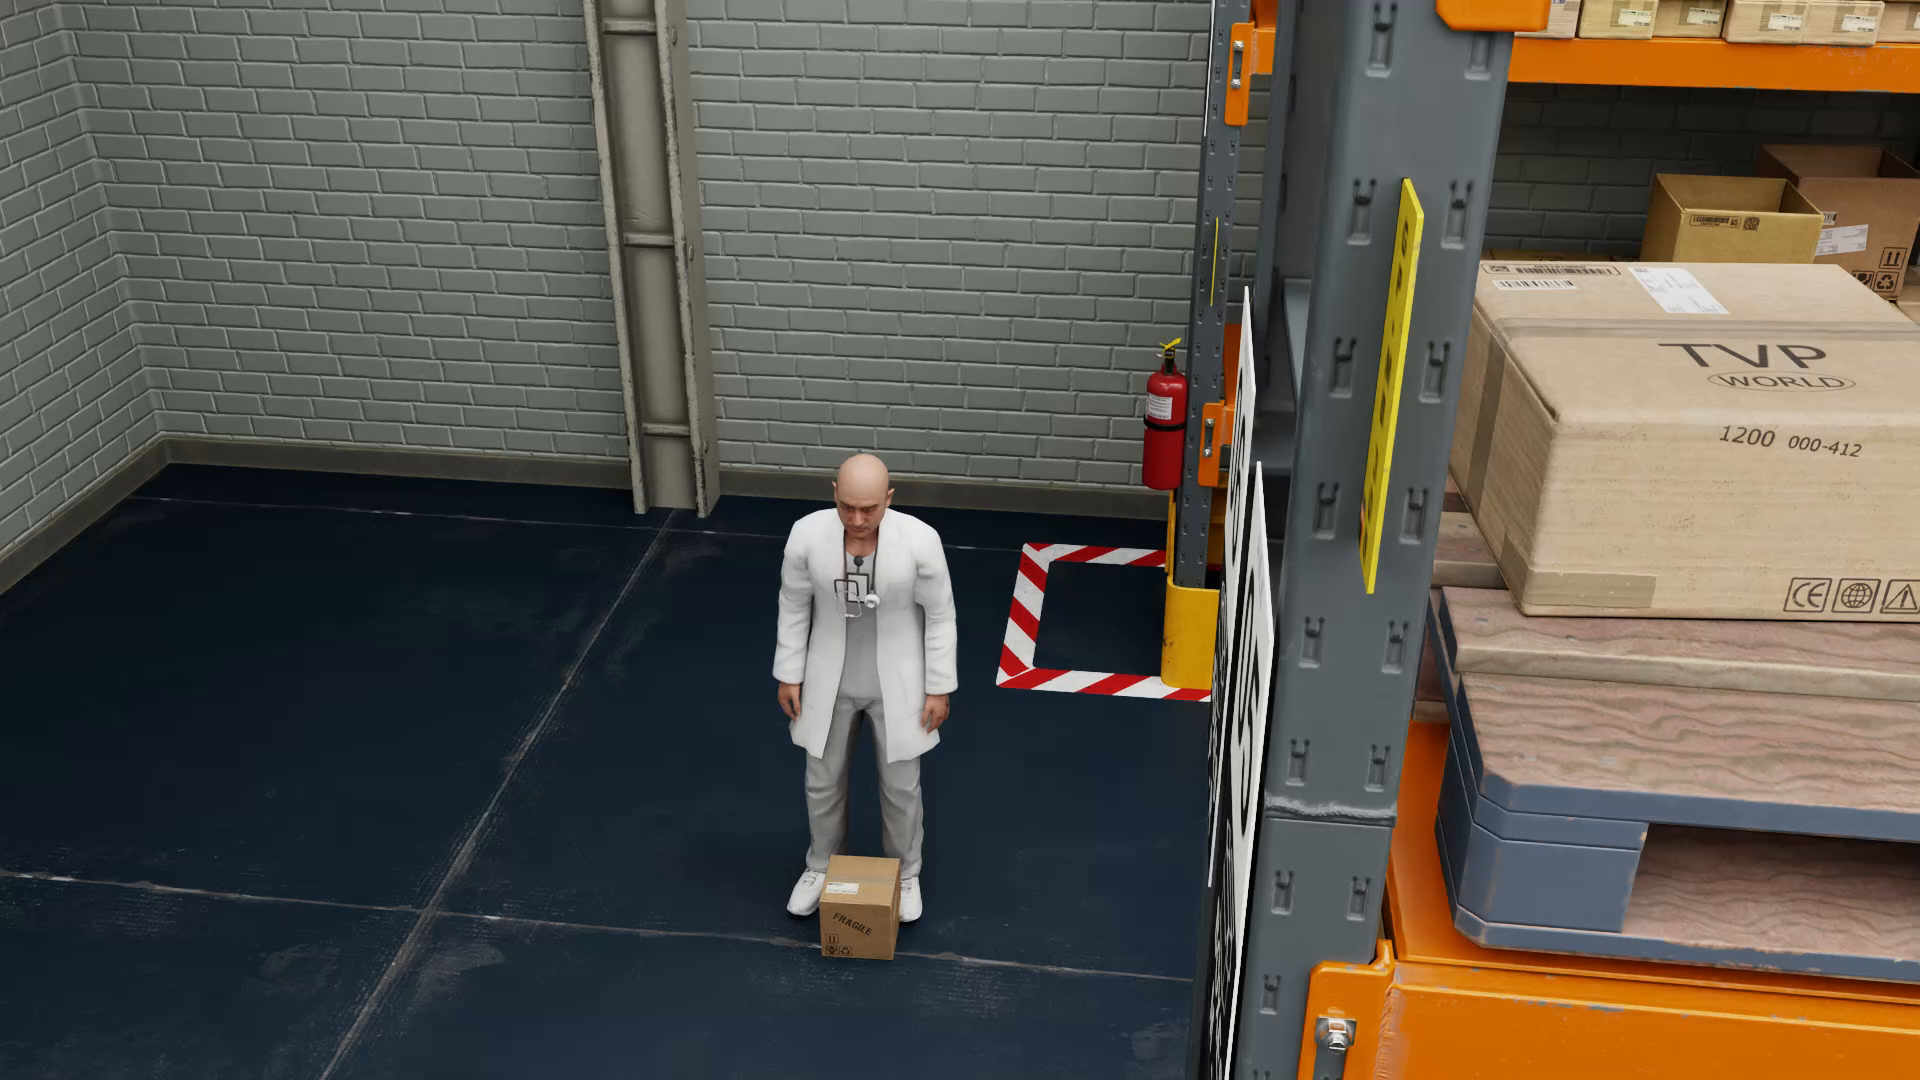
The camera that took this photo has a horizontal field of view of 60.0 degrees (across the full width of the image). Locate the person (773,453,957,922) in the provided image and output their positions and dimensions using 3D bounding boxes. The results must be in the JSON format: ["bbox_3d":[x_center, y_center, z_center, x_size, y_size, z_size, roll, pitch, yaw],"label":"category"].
[{"bbox_3d":[-0.326,0.499,5.701,0.641,1.773,0.427,3,28,6],"label":"person"}]
